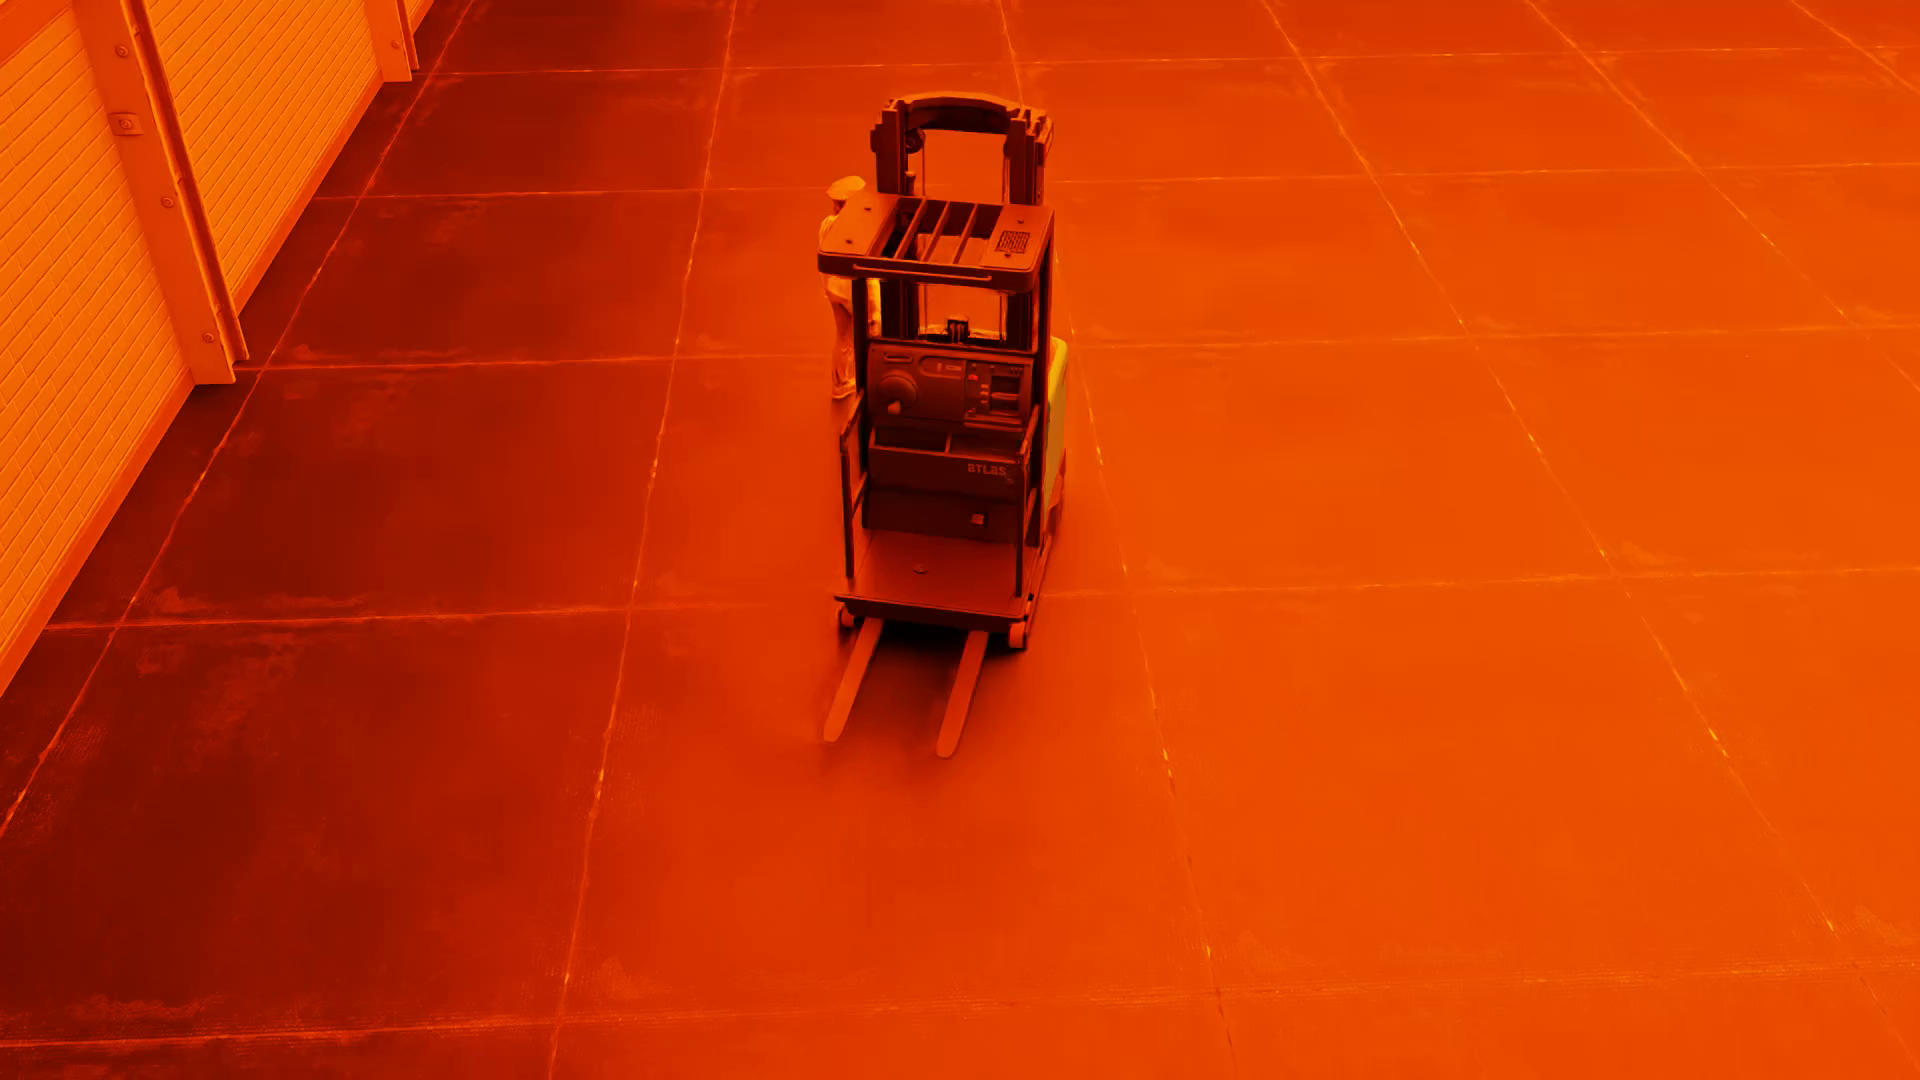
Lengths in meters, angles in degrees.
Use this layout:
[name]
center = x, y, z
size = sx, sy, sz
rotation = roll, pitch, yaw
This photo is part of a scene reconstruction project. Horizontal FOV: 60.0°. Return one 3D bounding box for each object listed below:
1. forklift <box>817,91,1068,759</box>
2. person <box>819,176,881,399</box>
[forklift]
center = -0.098, -0.792, 9.098
size = 1.130, 2.935, 3.031
rotation = 7, 37, 9
[person]
center = -0.727, -1.682, 11.384
size = 0.532, 1.680, 0.332
rotation = 27, 44, 32
